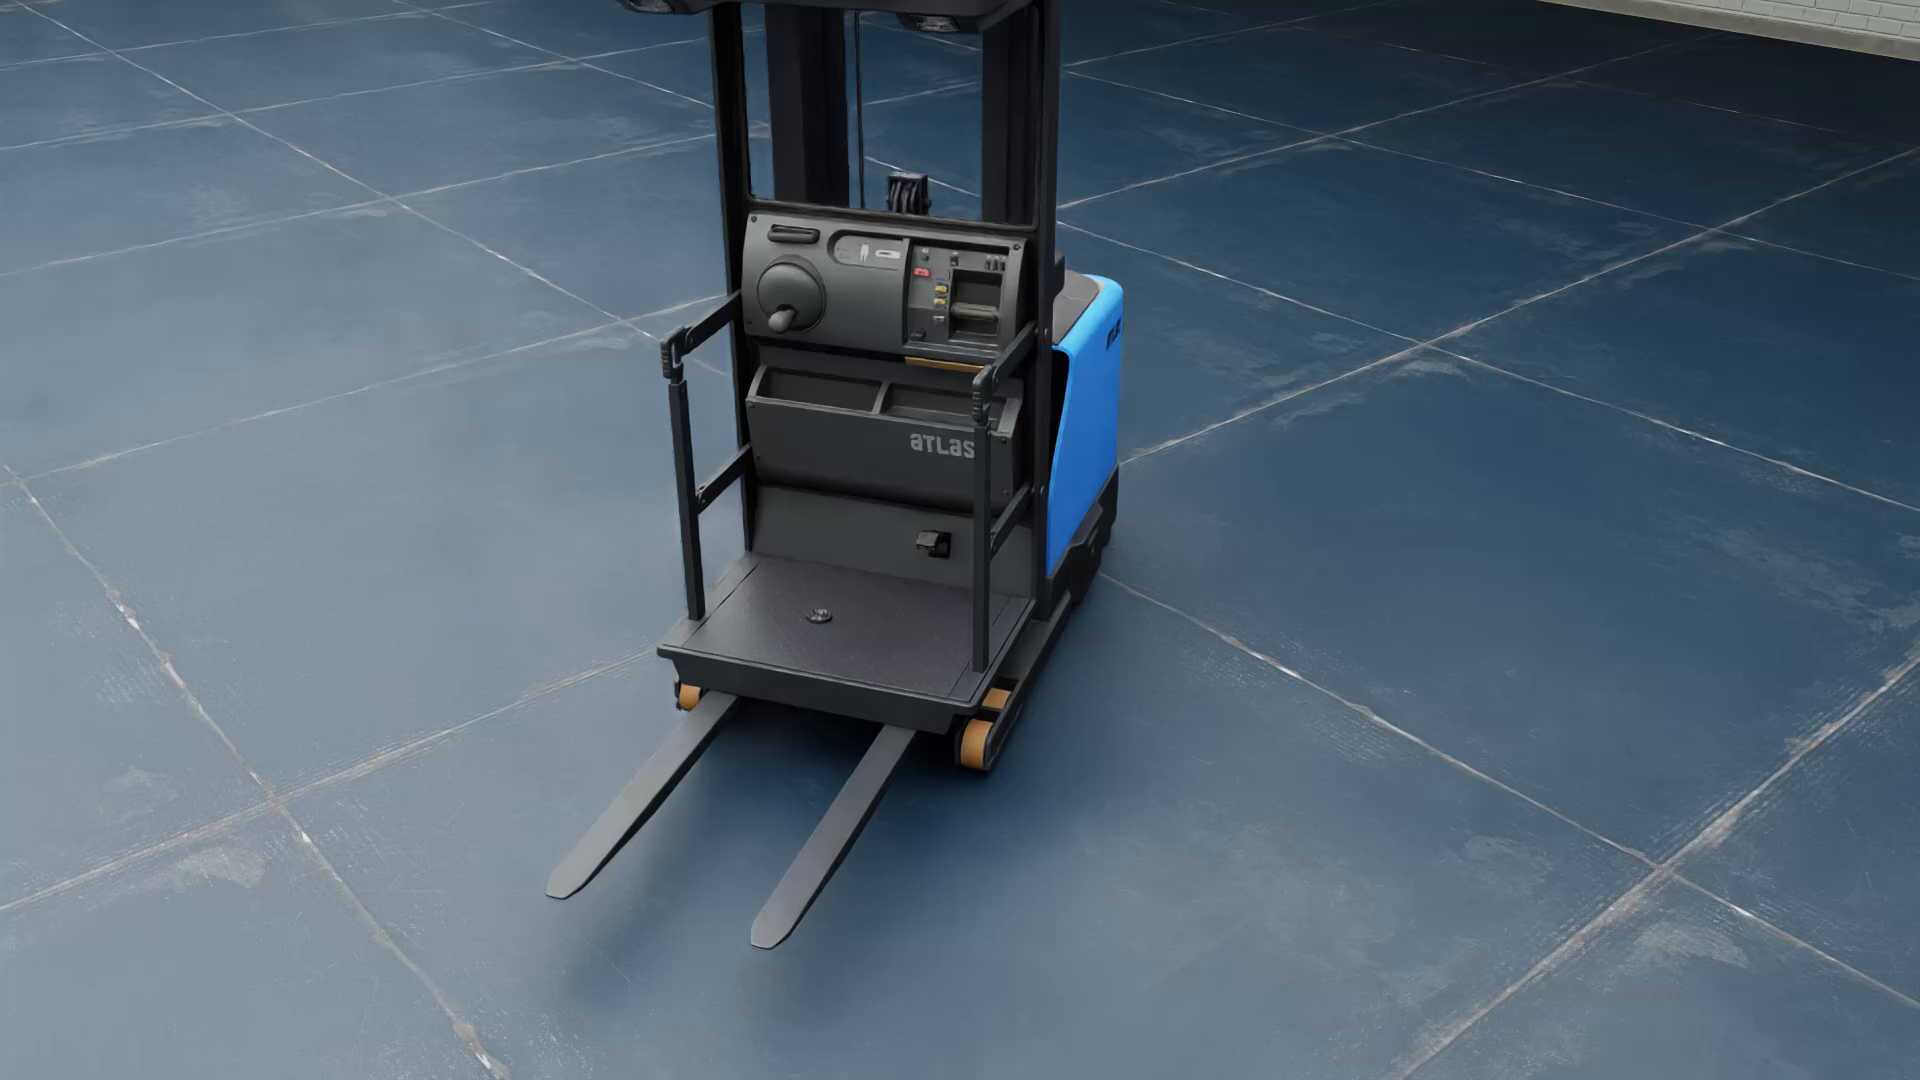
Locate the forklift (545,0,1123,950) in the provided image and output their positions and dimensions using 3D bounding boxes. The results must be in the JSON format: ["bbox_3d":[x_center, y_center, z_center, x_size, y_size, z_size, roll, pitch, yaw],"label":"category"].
[{"bbox_3d":[-0.318,-0.765,5.071,1.130,2.935,3.031,9,29,16],"label":"forklift"}]
